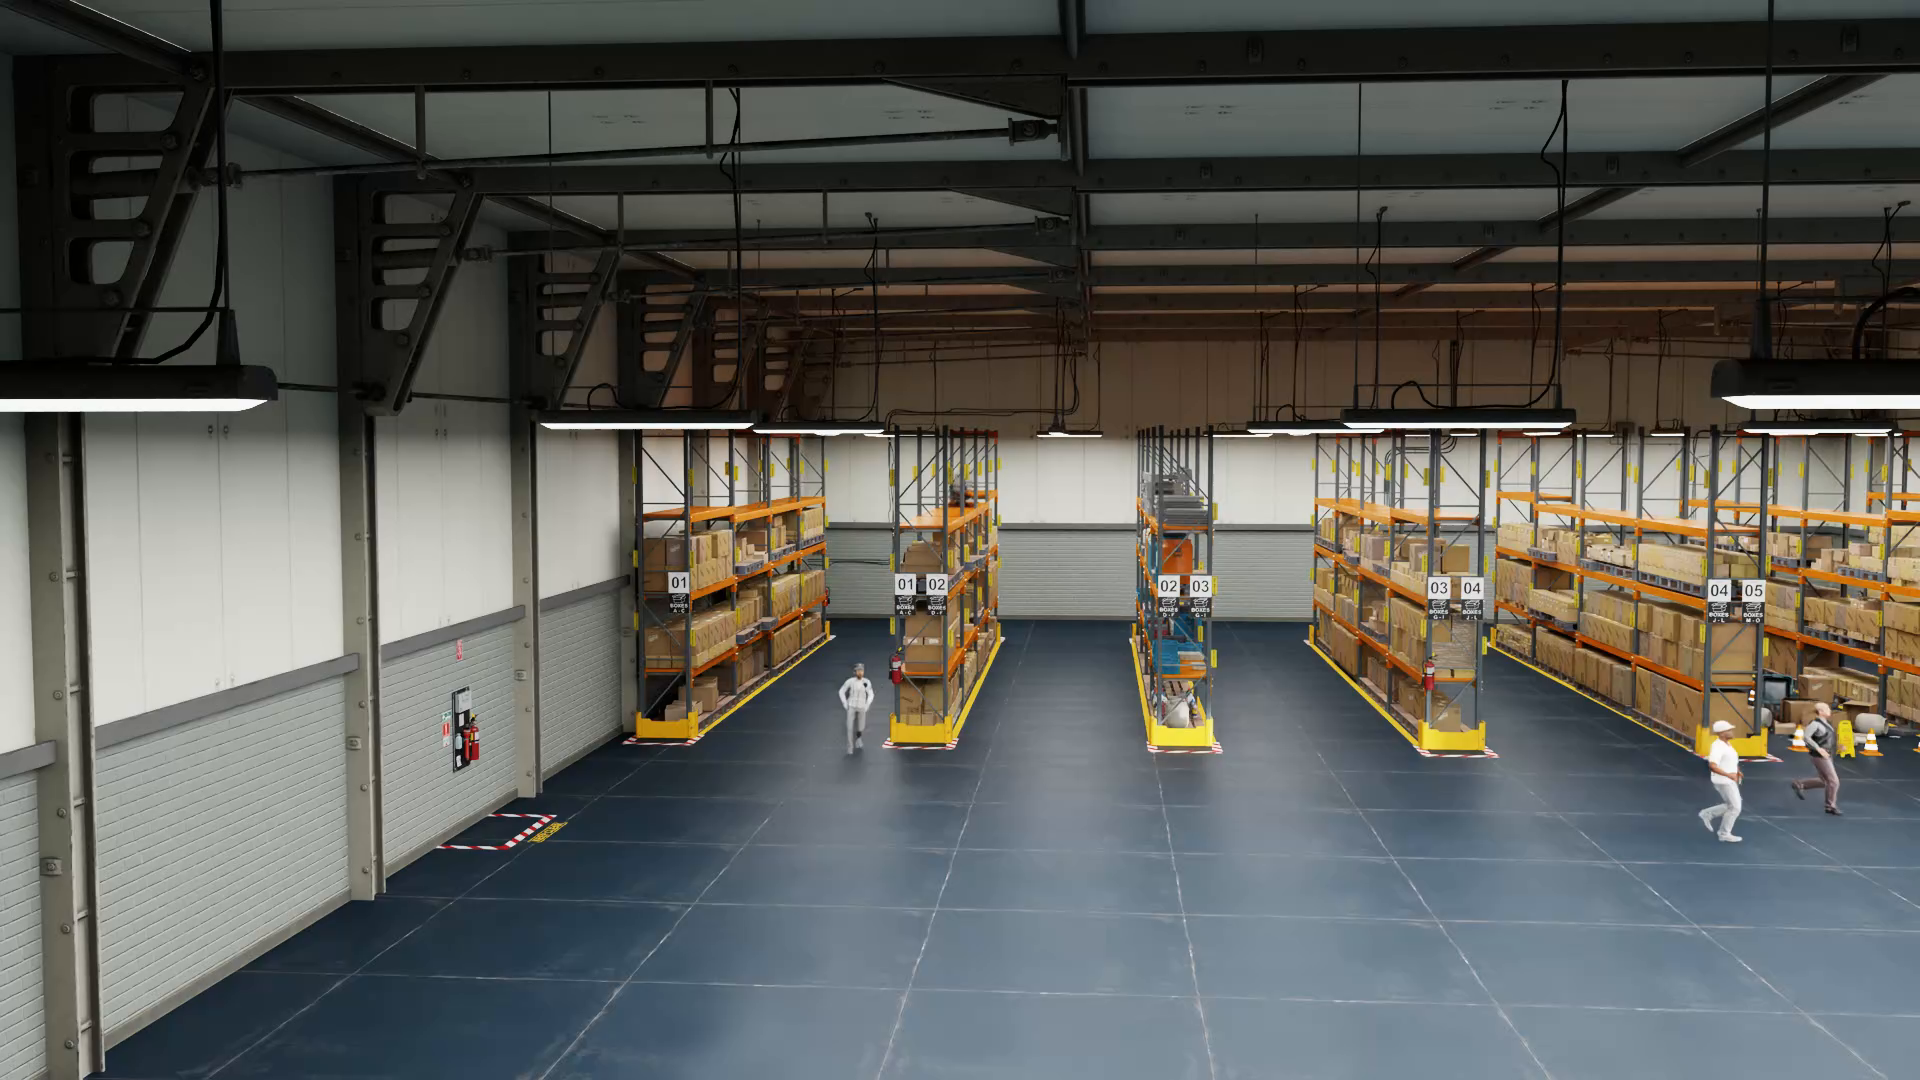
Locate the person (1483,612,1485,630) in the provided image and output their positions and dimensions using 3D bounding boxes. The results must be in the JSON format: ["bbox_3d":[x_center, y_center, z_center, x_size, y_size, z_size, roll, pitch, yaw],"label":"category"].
[{"bbox_3d":[13.382,2.288,43.213,0.556,1.662,0.603,1,3,11],"label":"person"}]

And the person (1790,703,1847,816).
[{"bbox_3d":[13.210,3.349,25.565,0.809,1.712,0.662,3,5,41],"label":"person"}]

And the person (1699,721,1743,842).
[{"bbox_3d":[10.877,3.433,23.752,0.609,1.717,0.698,2,4,34],"label":"person"}]

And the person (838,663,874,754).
[{"bbox_3d":[-1.884,3.071,30.548,0.613,1.628,0.678,0,3,-6],"label":"person"}]
